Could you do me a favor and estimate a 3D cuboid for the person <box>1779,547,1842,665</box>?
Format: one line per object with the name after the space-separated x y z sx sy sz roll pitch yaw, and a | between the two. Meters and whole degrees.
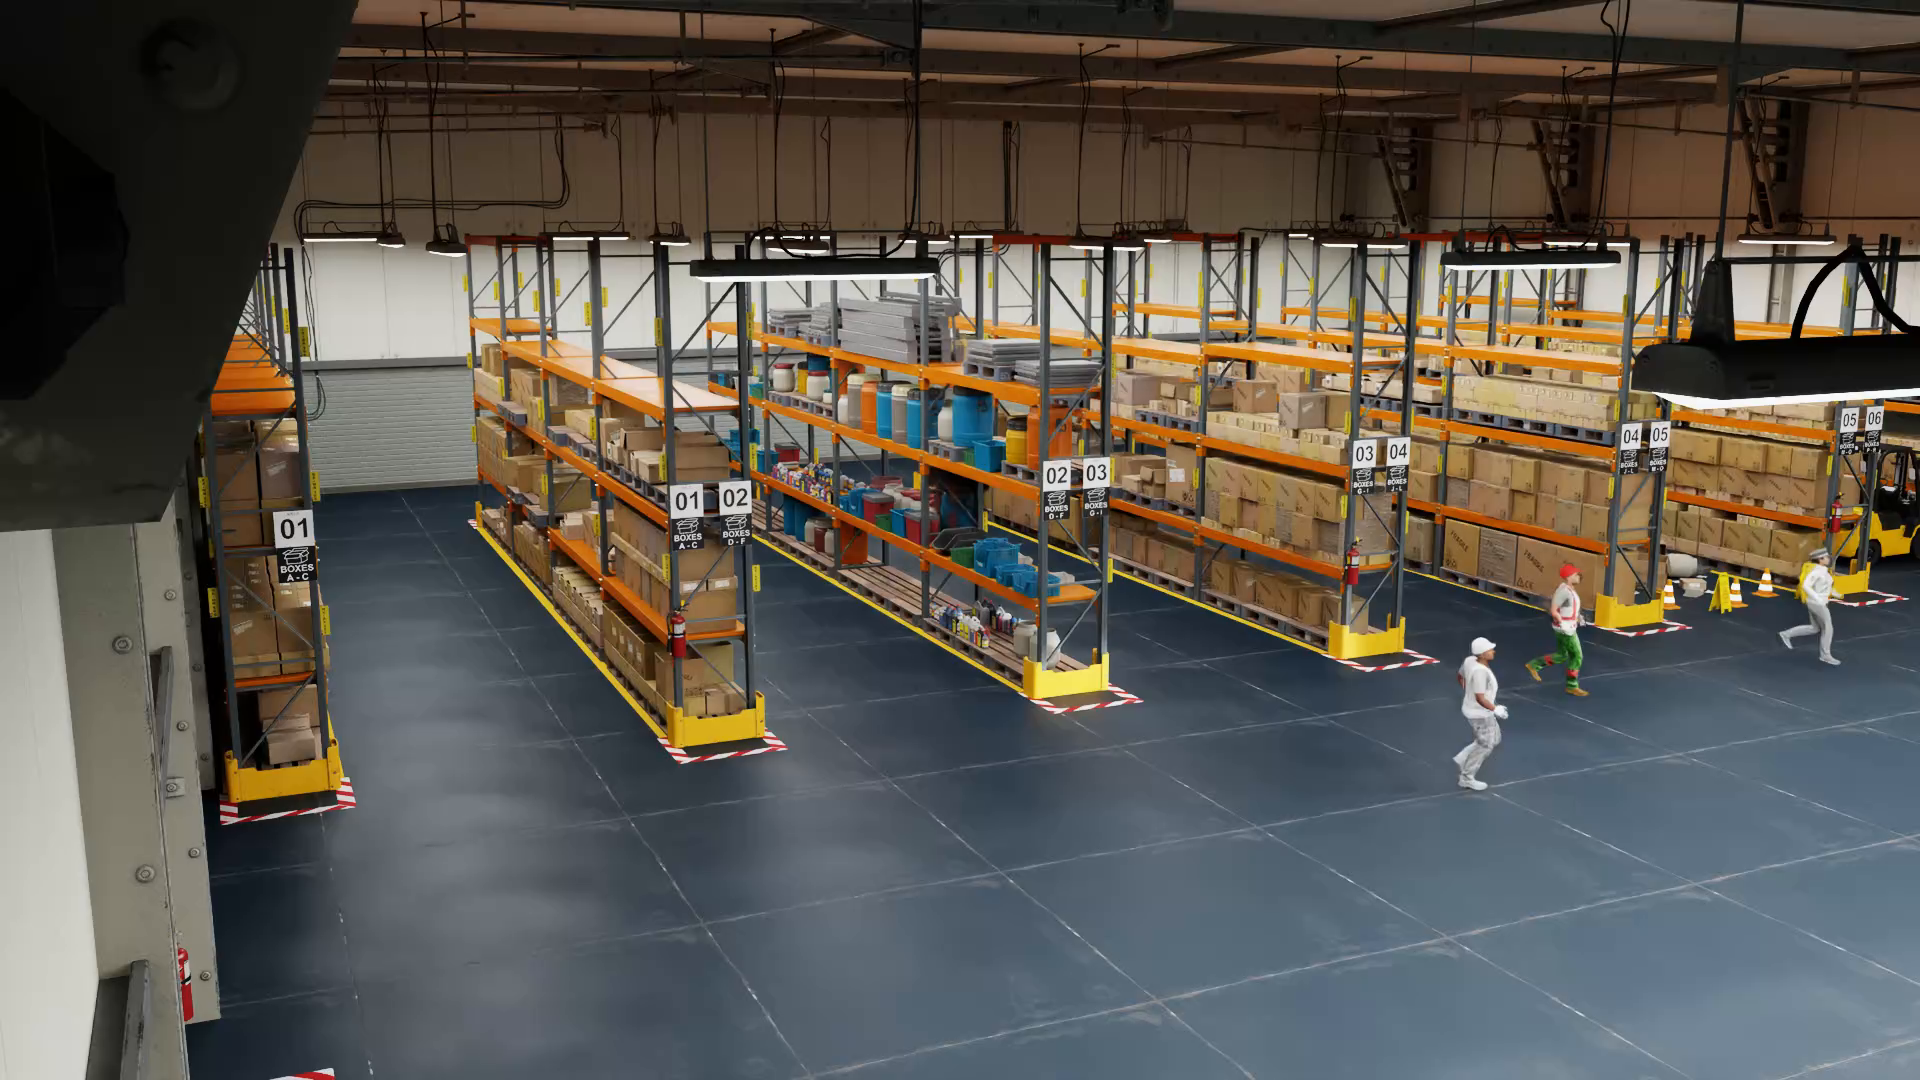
12.315 0.932 23.980 0.839 1.696 0.618 6 12 27 | person

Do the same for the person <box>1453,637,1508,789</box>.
5.833 1.933 18.610 0.532 1.740 0.673 1 11 5 | person

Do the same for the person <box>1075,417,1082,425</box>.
2.914 -2.339 40.949 0.619 1.642 0.629 10 15 43 | person

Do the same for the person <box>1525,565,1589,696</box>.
8.077 1.194 22.384 0.842 1.774 0.674 4 12 20 | person
